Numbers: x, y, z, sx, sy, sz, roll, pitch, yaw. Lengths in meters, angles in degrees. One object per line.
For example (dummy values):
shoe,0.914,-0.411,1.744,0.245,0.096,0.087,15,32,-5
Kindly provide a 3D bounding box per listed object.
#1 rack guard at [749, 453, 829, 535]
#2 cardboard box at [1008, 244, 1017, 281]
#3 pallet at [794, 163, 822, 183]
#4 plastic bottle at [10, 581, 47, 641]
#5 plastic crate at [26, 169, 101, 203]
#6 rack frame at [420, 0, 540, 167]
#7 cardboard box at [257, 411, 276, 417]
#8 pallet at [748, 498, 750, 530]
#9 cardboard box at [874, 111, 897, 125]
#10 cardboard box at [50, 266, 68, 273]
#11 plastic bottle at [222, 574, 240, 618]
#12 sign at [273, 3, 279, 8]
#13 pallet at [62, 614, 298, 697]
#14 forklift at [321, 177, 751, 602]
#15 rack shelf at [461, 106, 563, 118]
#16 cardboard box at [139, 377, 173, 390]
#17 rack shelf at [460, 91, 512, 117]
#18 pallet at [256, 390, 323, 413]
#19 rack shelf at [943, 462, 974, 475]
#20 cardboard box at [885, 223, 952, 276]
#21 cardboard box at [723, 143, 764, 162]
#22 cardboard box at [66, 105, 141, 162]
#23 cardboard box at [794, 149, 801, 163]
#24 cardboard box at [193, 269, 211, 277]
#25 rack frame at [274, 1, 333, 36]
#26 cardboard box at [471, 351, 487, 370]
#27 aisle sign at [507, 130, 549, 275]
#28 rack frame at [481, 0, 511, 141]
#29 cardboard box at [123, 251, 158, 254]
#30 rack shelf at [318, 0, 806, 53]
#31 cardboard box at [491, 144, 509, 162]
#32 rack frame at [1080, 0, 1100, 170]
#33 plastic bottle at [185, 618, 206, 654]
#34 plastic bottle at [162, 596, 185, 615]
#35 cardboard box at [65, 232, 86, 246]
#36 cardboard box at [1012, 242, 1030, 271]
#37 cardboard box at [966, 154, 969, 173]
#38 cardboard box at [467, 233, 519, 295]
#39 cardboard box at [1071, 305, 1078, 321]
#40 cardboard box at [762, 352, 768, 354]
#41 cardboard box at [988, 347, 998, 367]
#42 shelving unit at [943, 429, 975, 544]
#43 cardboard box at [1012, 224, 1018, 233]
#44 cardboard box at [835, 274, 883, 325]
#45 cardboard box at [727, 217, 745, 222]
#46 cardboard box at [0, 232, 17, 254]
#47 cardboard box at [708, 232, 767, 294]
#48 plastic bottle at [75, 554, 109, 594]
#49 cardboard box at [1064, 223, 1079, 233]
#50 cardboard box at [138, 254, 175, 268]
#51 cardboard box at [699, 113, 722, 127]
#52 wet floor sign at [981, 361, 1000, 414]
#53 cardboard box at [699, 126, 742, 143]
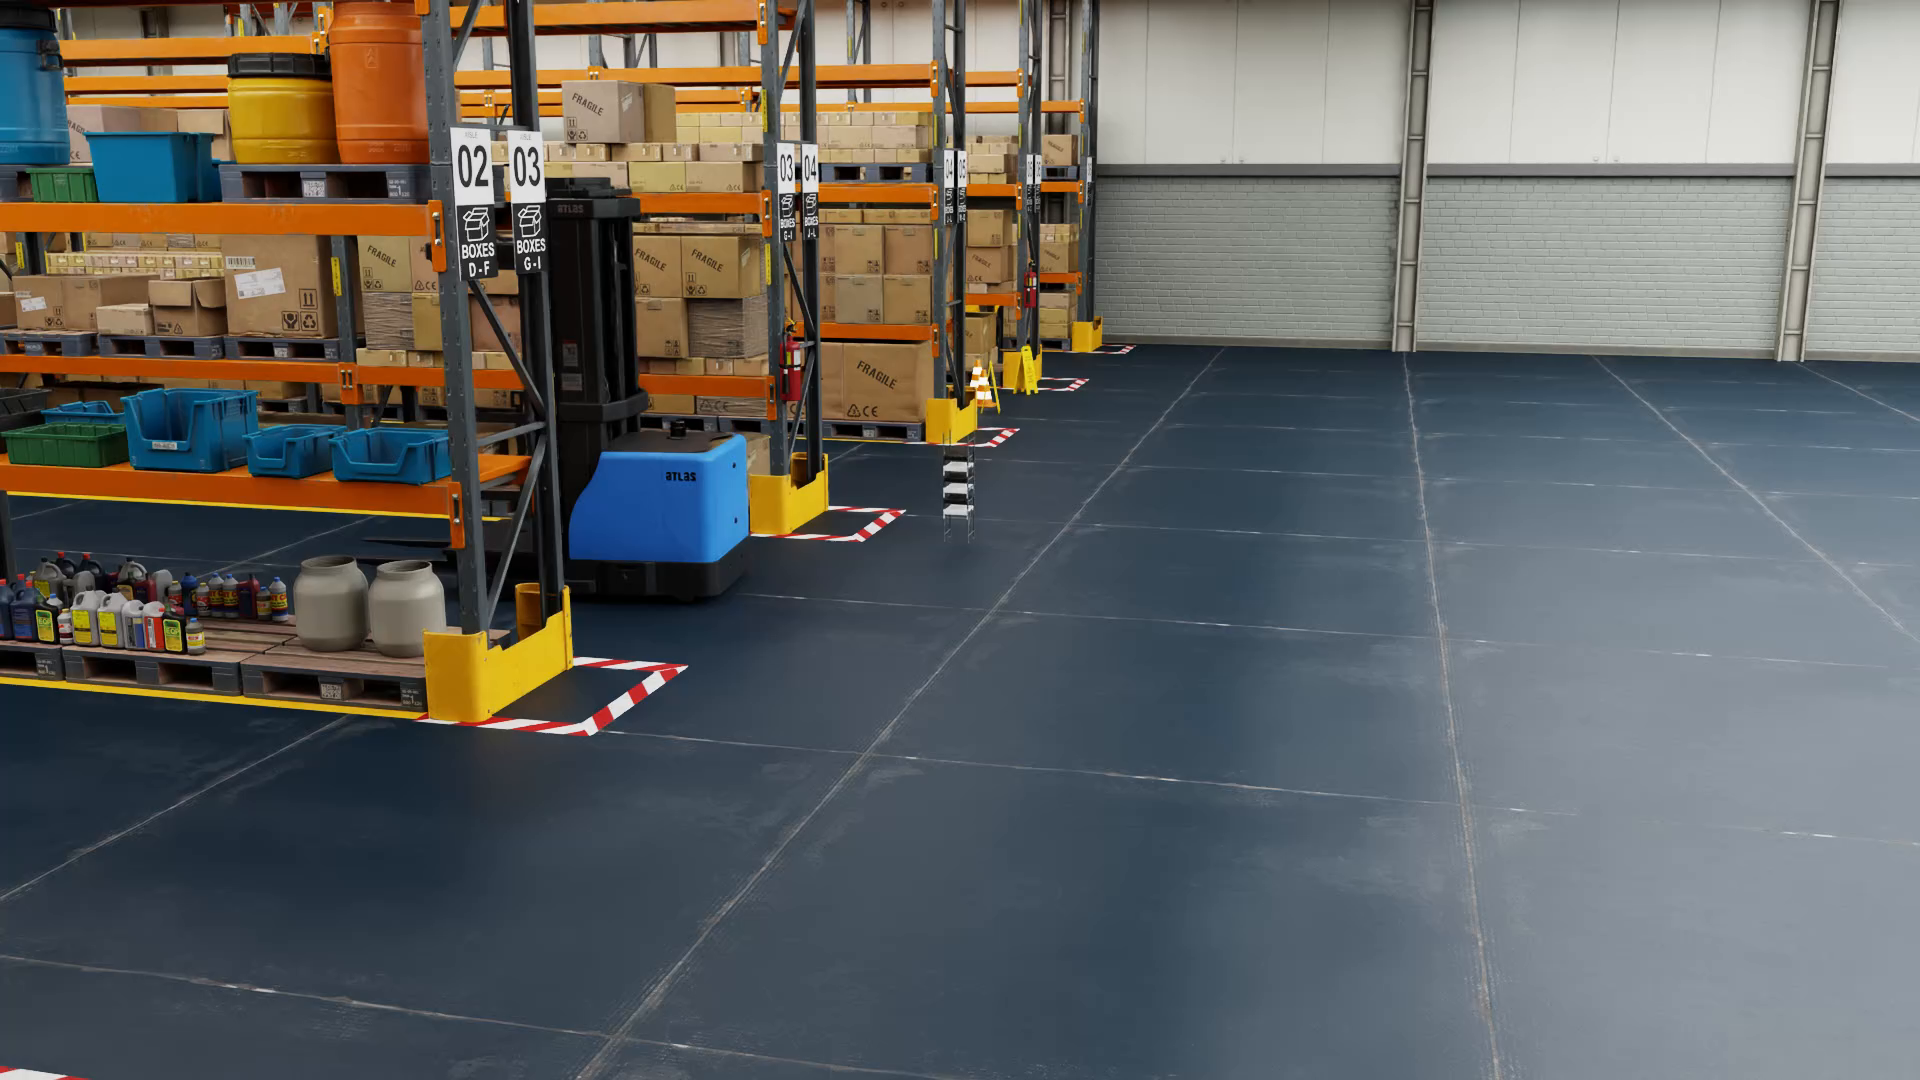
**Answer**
rack guard,-1.476,-0.414,14.447,0.348,0.500,1.175,3,13,14
cardboard box,0.579,-3.992,23.882,0.500,0.500,0.500,3,13,13
pallet,-2.027,-4.189,18.968,1.213,0.211,1.003,3,13,14
plastic bottle,-5.605,0.421,10.012,0.185,0.351,0.144,3,13,11
plastic crate,-5.006,-2.019,9.470,0.450,0.188,0.336,3,13,14
rack frame,-2.589,-3.518,8.814,0.127,3.000,1.000,3,13,14
cardboard box,-6.879,-0.927,15.741,0.500,0.500,0.700,2,13,9
pallet,-2.256,-0.323,14.702,1.213,0.211,1.003,3,13,14
cardboard box,-0.766,-4.613,18.212,0.250,0.149,0.380,3,13,14
cardboard box,-11.242,-3.389,21.005,0.250,0.149,0.380,3,13,12
plastic bottle,-4.607,0.351,10.511,0.097,0.271,0.097,0,13,0
sign,-8.003,-6.392,19.431,0.005,0.325,0.100,3,13,14
pallet,-4.642,0.671,10.222,1.213,0.211,1.003,3,13,14
forklift,-3.129,-1.116,11.997,3.031,2.935,1.130,2,13,7
rack shelf,-7.551,-7.660,30.067,4.000,0.370,1.077,3,13,14
cardboard box,-10.086,-2.130,21.212,0.500,0.500,0.500,3,13,15
rack shelf,-8.737,-6.616,25.362,4.000,0.370,1.077,3,13,14
pallet,-8.641,-1.763,21.193,1.213,0.211,1.003,3,13,14
rack shelf,-0.008,-0.583,13.606,0.200,0.077,0.258,3,13,14
cardboard box,-0.467,-3.296,18.826,0.550,0.550,0.875,3,13,14
cardboard box,-1.747,-3.165,13.576,0.250,0.149,0.380,3,13,14
cardboard box,-7.793,-3.673,15.053,0.500,0.500,0.500,3,13,12
cardboard box,-1.753,-4.276,18.536,0.250,0.149,0.380,3,13,14
cardboard box,-9.230,-3.281,20.520,0.250,0.149,0.380,3,13,14
rack frame,-7.883,-6.012,20.057,0.127,3.000,1.000,3,13,14
cardboard box,-4.182,-1.586,14.536,0.250,0.149,0.380,3,13,14
aisle sign,-2.449,-1.916,9.443,0.004,0.787,0.394,3,13,14
rack frame,-6.795,-7.059,24.773,0.127,3.000,1.000,3,13,14
cardboard box,-10.563,-3.643,21.466,0.250,0.149,0.380,3,13,13
rack shelf,-3.344,-4.310,14.055,4.000,0.370,1.077,3,13,14
cardboard box,-3.769,-3.283,14.105,0.250,0.149,0.380,3,13,12
rack frame,2.158,-7.687,27.607,0.127,3.000,1.000,3,13,14
plastic bottle,-4.477,0.559,9.733,0.097,0.201,0.097,0,13,0
plastic bottle,-4.690,0.478,9.910,0.133,0.283,0.061,3,13,14
cardboard box,-14.164,-4.997,26.792,0.500,0.500,0.500,3,13,12
cardboard box,1.116,-4.807,28.242,0.500,0.500,0.500,3,13,15
cardboard box,-0.074,-5.250,23.206,0.500,0.250,0.500,3,13,13
cardboard box,-3.939,-2.392,14.363,0.500,0.500,0.500,3,13,14
cardboard box,1.751,-3.933,28.762,0.500,0.250,0.500,3,13,15
cardboard box,-1.622,-1.573,14.478,0.250,0.149,0.380,3,13,14
cardboard box,0.255,-2.677,24.254,0.500,0.250,0.500,3,13,13
shelving unit,-0.008,-0.440,13.638,0.210,0.900,0.258,3,13,14
cardboard box,1.028,-5.286,28.220,0.250,0.149,0.380,3,13,14
cardboard box,-1.026,-2.775,18.971,0.550,0.550,0.875,3,13,14
cardboard box,-3.283,-4.737,24.773,0.250,0.149,0.380,3,13,13
cardboard box,-12.287,-3.941,21.345,0.500,0.500,0.500,3,13,12
cardboard box,-1.871,-2.399,14.394,0.500,0.500,0.500,3,13,14
plastic bottle,-5.592,0.264,10.716,0.185,0.351,0.144,2,13,11
cardboard box,1.883,-5.332,28.425,0.250,0.149,0.380,3,13,12
cardboard box,-9.976,-3.467,20.671,0.250,0.149,0.380,3,13,15
cardboard box,-2.737,-4.718,18.687,0.250,0.149,0.380,3,13,14
wet floor sign,0.387,-1.934,20.961,0.232,0.644,0.267,1,13,4
cardboard box,-2.611,-4.530,18.760,0.500,0.250,0.500,3,13,13
